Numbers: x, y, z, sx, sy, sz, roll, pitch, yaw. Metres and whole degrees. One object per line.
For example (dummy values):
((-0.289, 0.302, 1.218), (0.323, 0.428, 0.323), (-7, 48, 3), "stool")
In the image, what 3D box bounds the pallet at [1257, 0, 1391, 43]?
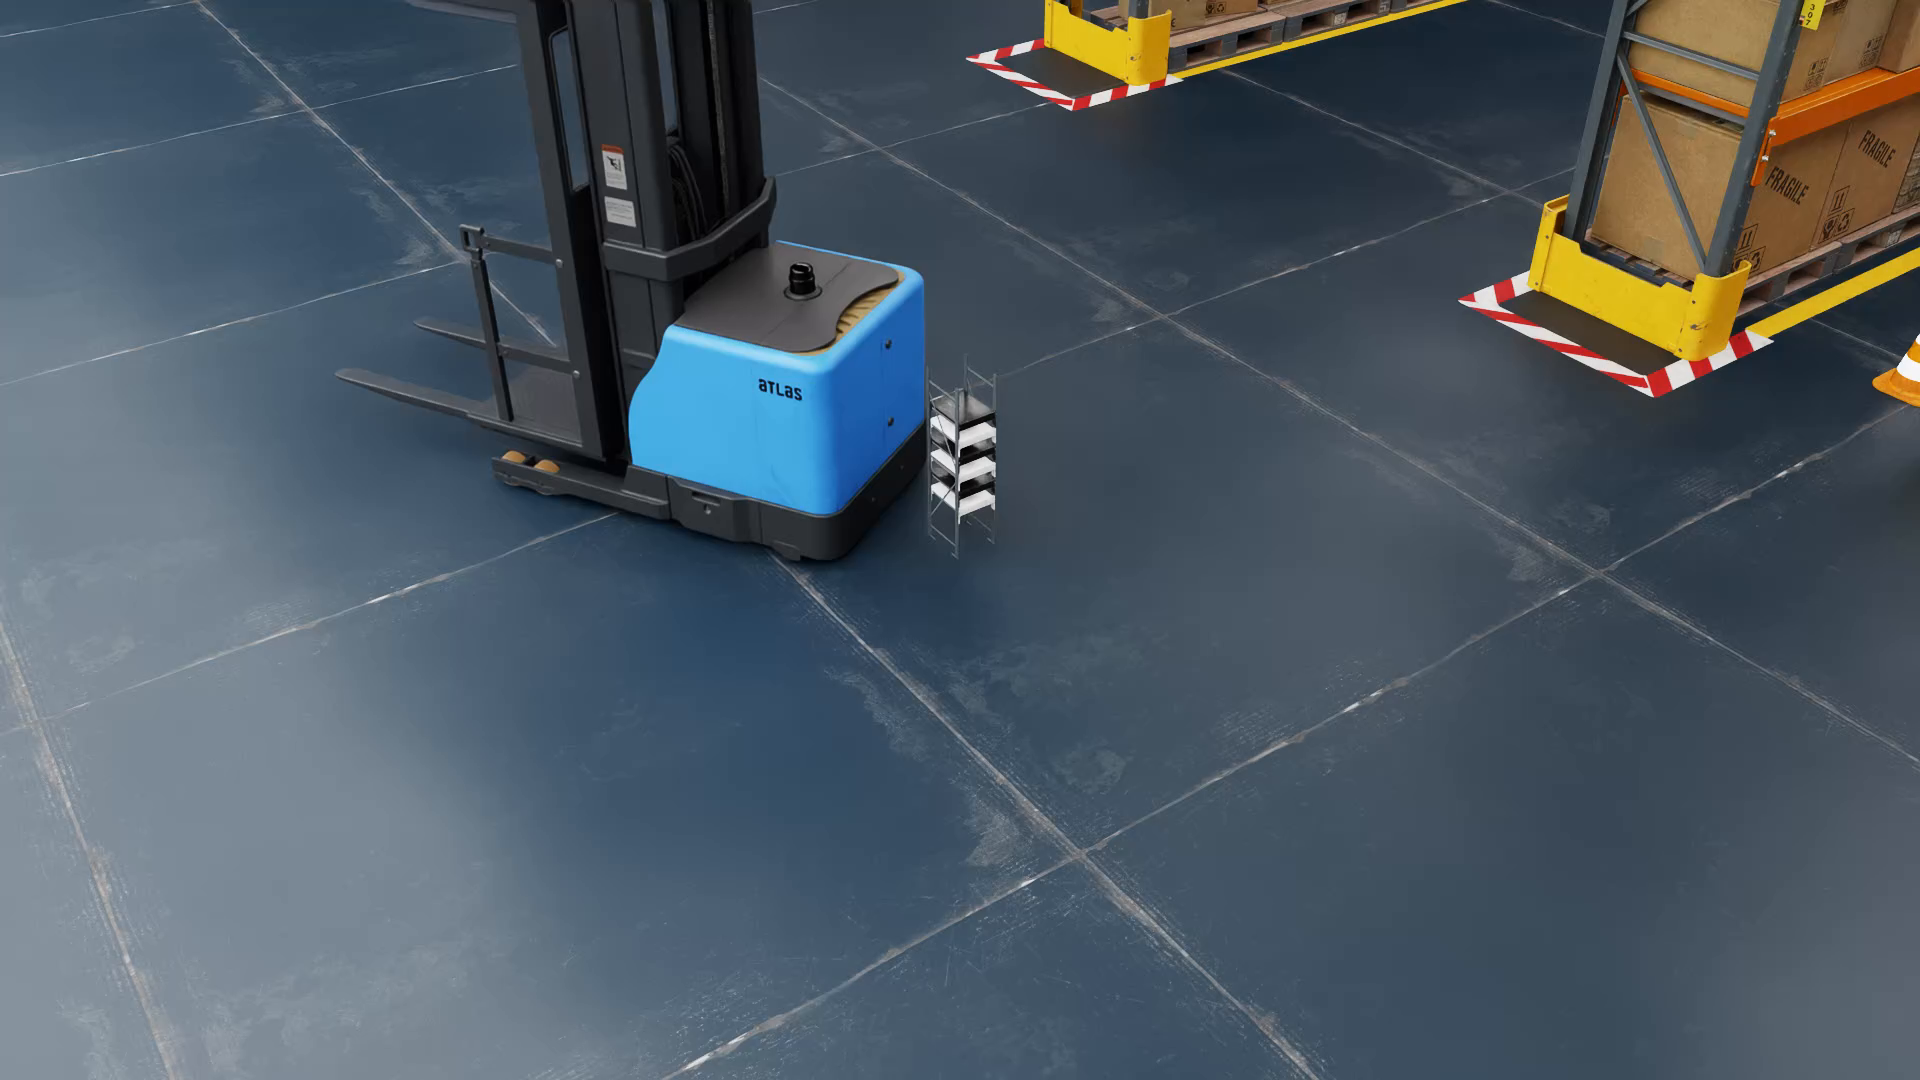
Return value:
((2.801, -4.484, 13.804), (1.213, 0.211, 1.003), (-22, 41, -28), "pallet")

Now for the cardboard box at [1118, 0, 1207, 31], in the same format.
((1.578, -4.284, 12.919), (0.500, 0.500, 0.500), (-15, 38, -20), "cardboard box")

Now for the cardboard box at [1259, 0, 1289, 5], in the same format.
((2.570, -4.703, 13.501), (0.500, 0.500, 0.500), (-18, 40, -24), "cardboard box")

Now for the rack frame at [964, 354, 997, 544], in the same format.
((0.090, -0.402, 7.539), (0.006, 0.900, 0.240), (-22, 41, -28), "rack frame")

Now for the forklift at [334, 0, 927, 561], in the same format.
((-1.711, -1.669, 7.560), (3.031, 2.935, 1.130), (15, 38, 20), "forklift")

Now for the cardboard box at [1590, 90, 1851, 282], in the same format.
((4.349, -2.093, 9.551), (0.875, 0.875, 0.875), (-22, 41, -28), "cardboard box")

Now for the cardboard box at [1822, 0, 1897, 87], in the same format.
((4.547, -2.928, 9.123), (0.550, 0.550, 0.875), (-22, 41, -28), "cardboard box")

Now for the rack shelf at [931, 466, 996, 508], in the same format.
((0.007, -0.268, 7.563), (0.200, 0.077, 0.258), (-22, 41, -28), "rack shelf")

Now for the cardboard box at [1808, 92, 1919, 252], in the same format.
((5.067, -2.390, 9.963), (0.875, 0.875, 0.875), (-23, 42, -29), "cardboard box")

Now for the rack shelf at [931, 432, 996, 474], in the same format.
((0.007, -0.414, 7.458), (0.200, 0.077, 0.258), (-22, 41, -28), "rack shelf")

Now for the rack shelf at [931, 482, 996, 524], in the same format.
((0.007, -0.195, 7.616), (0.200, 0.077, 0.258), (-22, 41, -28), "rack shelf")

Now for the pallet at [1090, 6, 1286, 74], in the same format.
((1.805, -4.076, 13.237), (1.213, 0.211, 1.003), (-22, 41, -28), "pallet")

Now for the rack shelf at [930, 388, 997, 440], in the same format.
((0.007, -0.560, 7.353), (0.200, 0.077, 0.258), (-22, 41, -28), "rack shelf")

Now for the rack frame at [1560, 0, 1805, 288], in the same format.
((3.833, -2.525, 8.692), (0.127, 3.000, 1.000), (-22, 41, -28), "rack frame")

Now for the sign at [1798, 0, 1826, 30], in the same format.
((4.147, -2.642, 8.045), (0.005, 0.325, 0.100), (-22, 41, -28), "sign")

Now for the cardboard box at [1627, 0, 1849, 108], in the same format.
((4.110, -2.732, 8.852), (0.550, 0.550, 0.875), (-22, 41, -28), "cardboard box")

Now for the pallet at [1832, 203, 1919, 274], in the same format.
((5.438, -2.107, 10.499), (1.213, 0.211, 1.003), (-22, 41, -28), "pallet")

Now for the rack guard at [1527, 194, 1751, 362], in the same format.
((3.813, -1.502, 9.410), (0.348, 0.500, 1.175), (-22, 41, -28), "rack guard")

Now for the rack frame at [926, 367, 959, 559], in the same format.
((-0.076, -0.334, 7.443), (0.006, 0.900, 0.240), (-22, 41, -28), "rack frame")

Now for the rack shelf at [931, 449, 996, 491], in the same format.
((0.007, -0.341, 7.511), (0.200, 0.077, 0.258), (-22, 41, -28), "rack shelf")

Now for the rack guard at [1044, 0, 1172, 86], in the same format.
((1.120, -3.937, 12.796), (0.348, 0.500, 1.175), (-22, 41, -28), "rack guard")

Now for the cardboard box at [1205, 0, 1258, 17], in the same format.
((2.047, -4.501, 13.221), (0.500, 0.500, 0.500), (-12, 37, -16), "cardboard box")

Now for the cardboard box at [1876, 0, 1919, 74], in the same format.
((5.077, -3.056, 9.302), (0.550, 0.550, 0.875), (-22, 41, -28), "cardboard box")

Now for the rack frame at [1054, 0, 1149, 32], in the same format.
((1.058, -4.926, 12.031), (0.127, 3.000, 1.000), (-22, 41, -28), "rack frame")

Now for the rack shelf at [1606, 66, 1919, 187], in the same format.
((5.467, -2.906, 9.837), (4.000, 0.370, 1.077), (-22, 41, -28), "rack shelf")

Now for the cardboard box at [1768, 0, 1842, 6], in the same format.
((4.158, -3.131, 8.481), (0.550, 0.550, 0.875), (-22, 41, -28), "cardboard box")

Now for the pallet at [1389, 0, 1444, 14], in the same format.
((3.799, -4.897, 14.378), (1.213, 0.211, 1.003), (-22, 41, -28), "pallet")

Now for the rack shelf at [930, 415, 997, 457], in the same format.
((0.007, -0.487, 7.405), (0.200, 0.077, 0.258), (-22, 41, -28), "rack shelf")

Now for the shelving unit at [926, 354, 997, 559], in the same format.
((0.007, -0.368, 7.491), (0.210, 0.900, 0.258), (-22, 41, -28), "shelving unit")

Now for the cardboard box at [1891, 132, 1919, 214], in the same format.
((5.813, -2.695, 10.389), (0.875, 0.875, 0.875), (-22, 41, -28), "cardboard box")

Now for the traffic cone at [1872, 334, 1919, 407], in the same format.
((5.085, -0.996, 8.739), (0.334, 0.463, 0.336), (-22, 41, -28), "traffic cone")

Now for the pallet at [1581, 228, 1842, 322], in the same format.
((4.441, -1.699, 9.932), (1.213, 0.211, 1.003), (-22, 41, -28), "pallet")
